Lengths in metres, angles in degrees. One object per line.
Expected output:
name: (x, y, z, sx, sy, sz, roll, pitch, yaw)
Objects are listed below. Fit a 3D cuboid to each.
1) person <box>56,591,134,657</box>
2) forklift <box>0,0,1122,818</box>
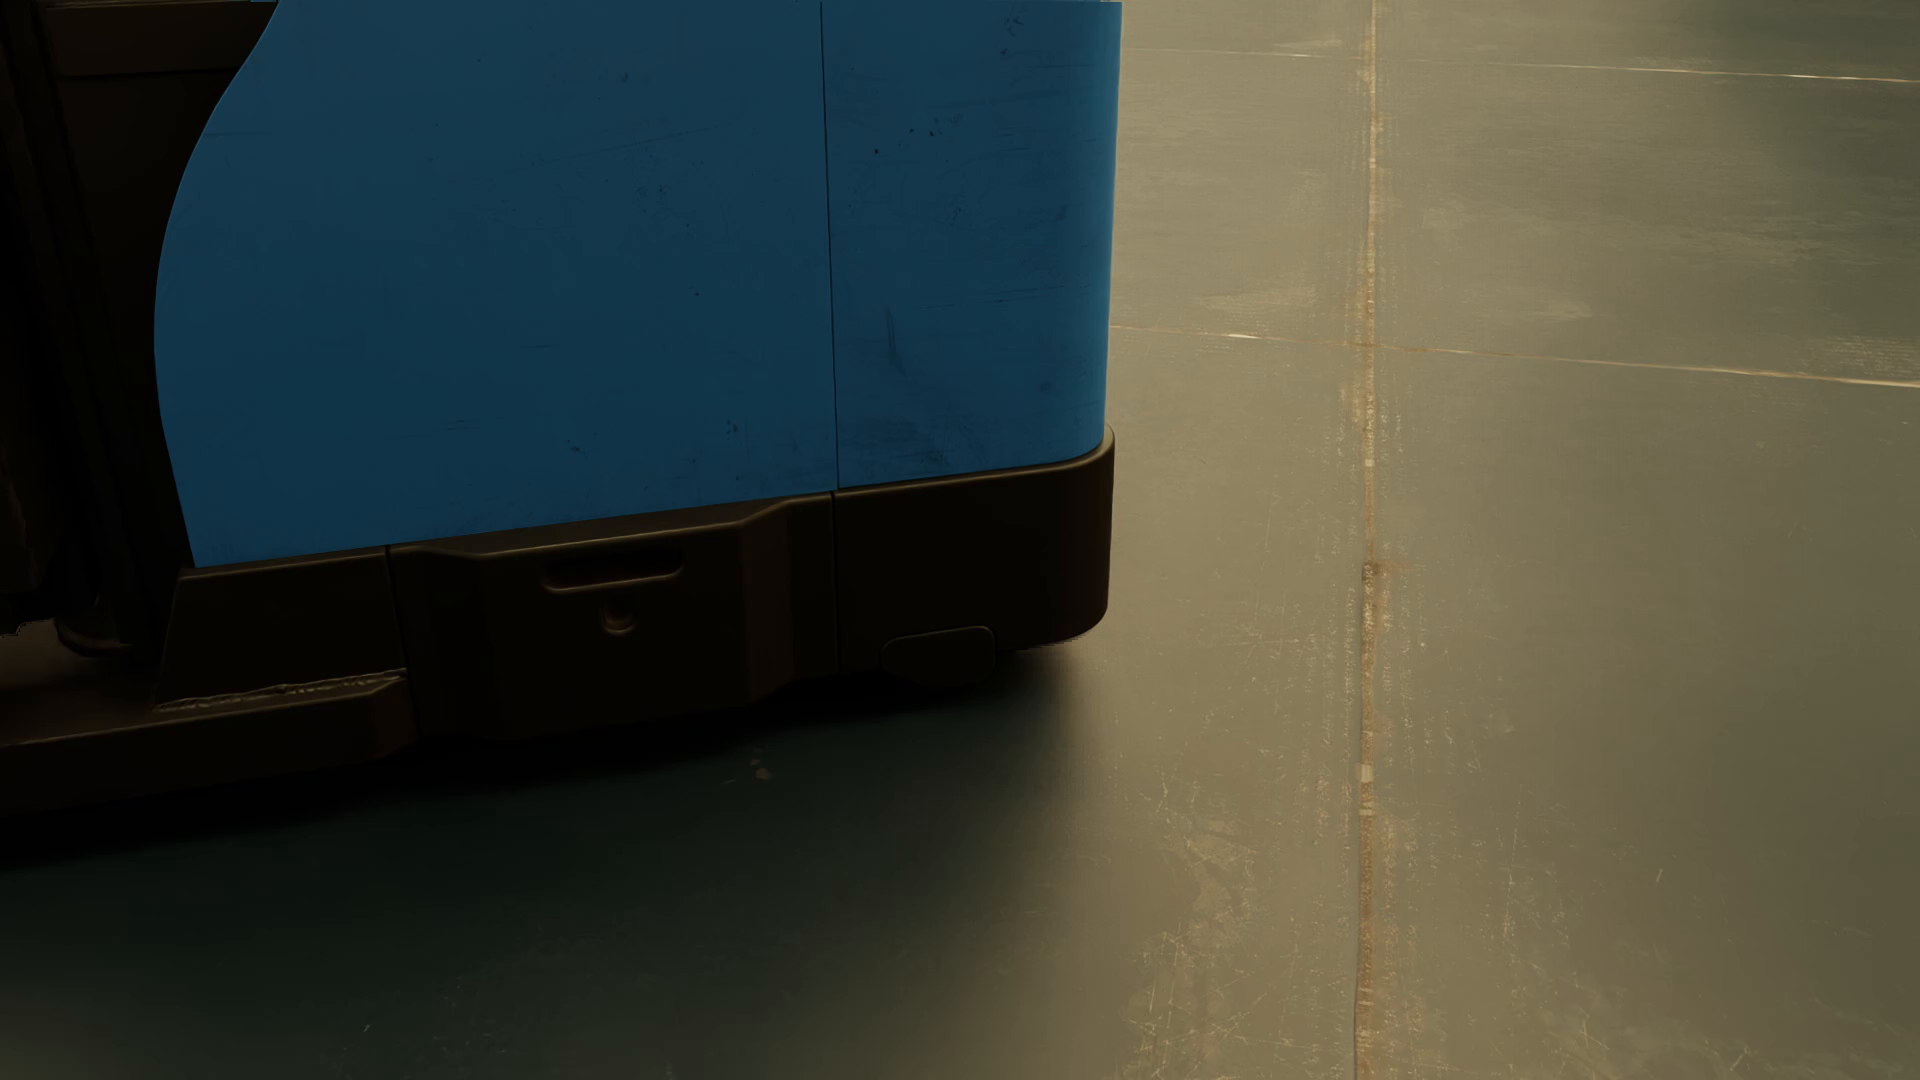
person: (-1.119, -0.759, 2.163, 1.012, 1.529, 0.864, 15, 30, 27)
forklift: (-1.383, -1.163, 1.552, 3.031, 2.935, 1.130, -8, 28, -15)
